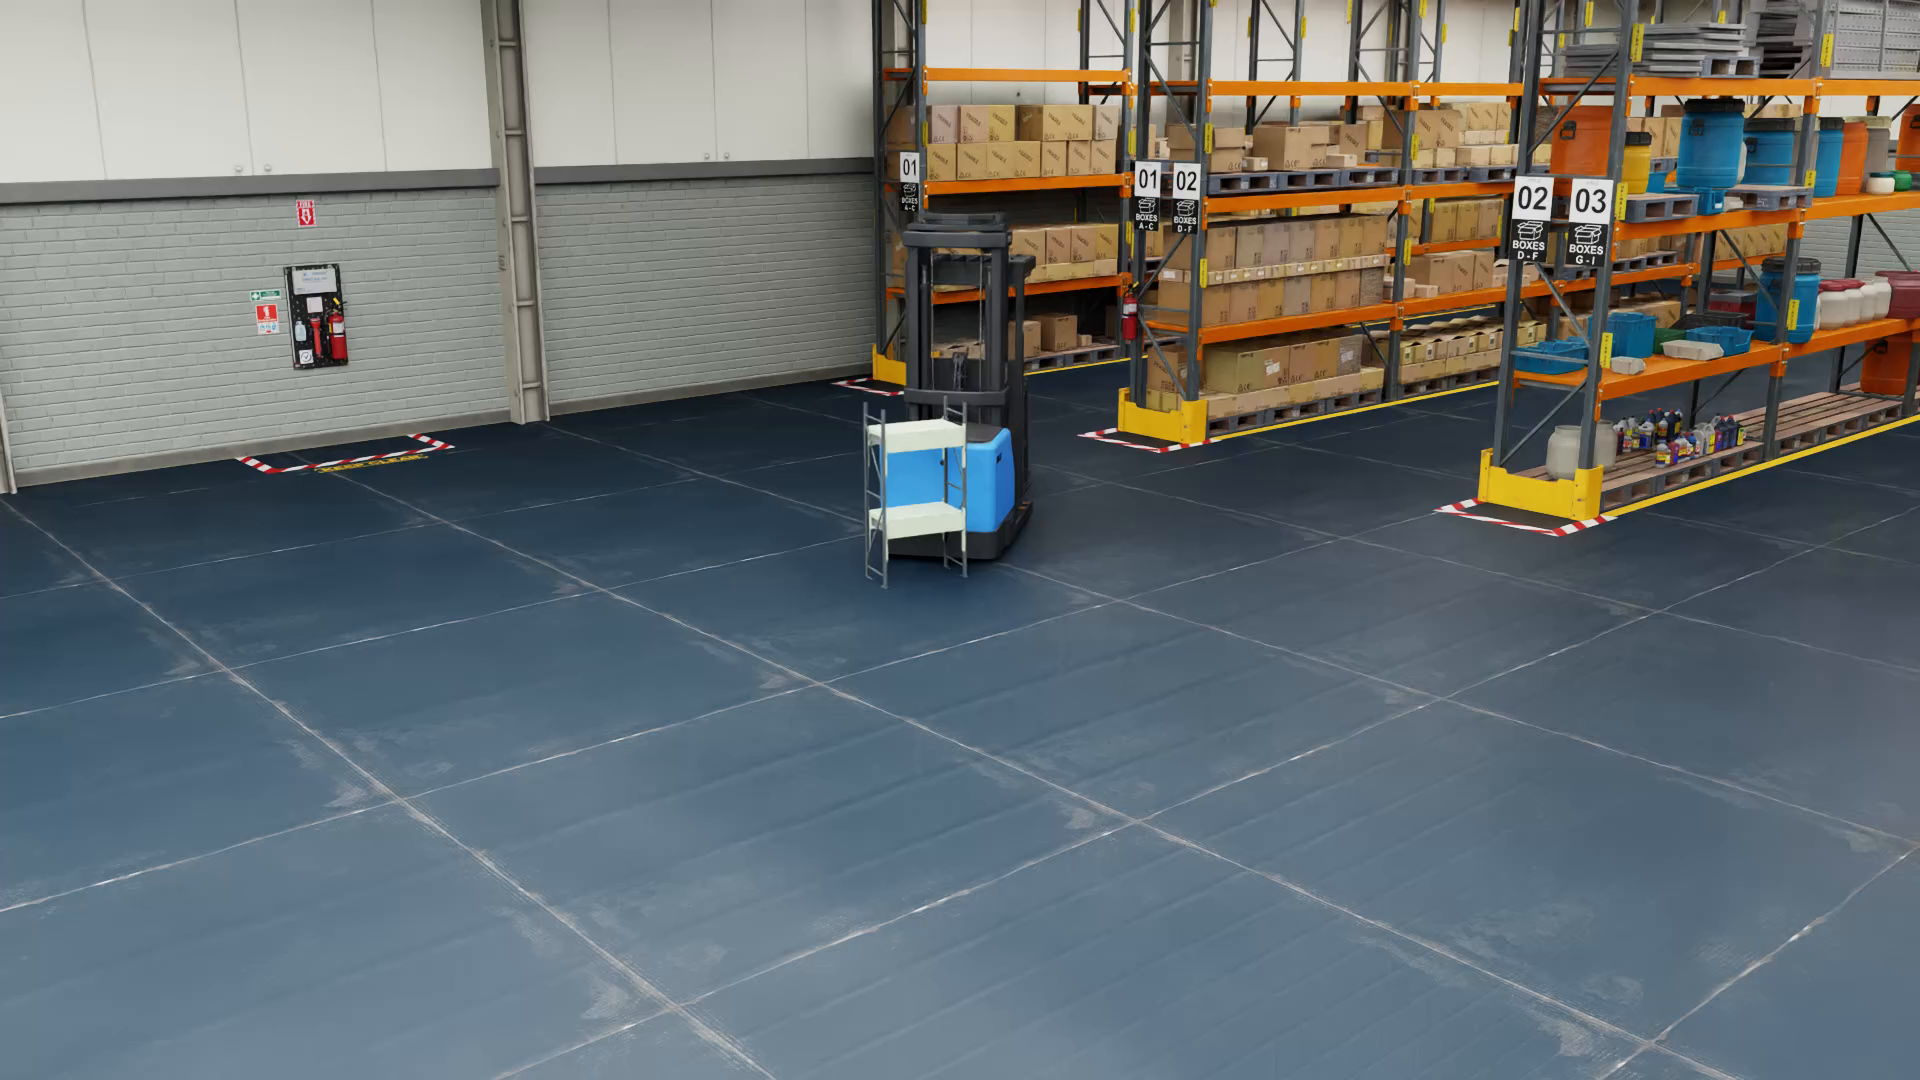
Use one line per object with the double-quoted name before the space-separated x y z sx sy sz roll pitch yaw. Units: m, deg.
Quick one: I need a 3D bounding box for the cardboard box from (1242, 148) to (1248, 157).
"cardboard box" 3.125 -4.605 20.069 0.500 0.250 0.500 -13 19 -39

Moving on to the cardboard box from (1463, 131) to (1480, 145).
"cardboard box" 9.315 -7.485 30.929 0.500 0.250 0.500 -13 20 -41

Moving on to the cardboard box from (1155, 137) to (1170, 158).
"cardboard box" 3.122 -6.143 25.980 0.500 0.311 0.500 -12 19 -38

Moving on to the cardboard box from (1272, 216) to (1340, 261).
"cardboard box" 4.357 -3.817 21.018 0.500 0.500 0.700 -13 20 -39

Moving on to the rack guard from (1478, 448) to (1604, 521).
"rack guard" 5.704 -0.560 16.379 0.348 0.500 1.175 -13 19 -39

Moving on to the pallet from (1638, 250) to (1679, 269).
"pallet" 10.807 -4.537 26.794 1.213 0.211 1.003 -13 19 -39

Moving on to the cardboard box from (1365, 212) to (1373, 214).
"cardboard box" 6.908 -5.524 29.311 0.500 0.500 0.500 -12 19 -38

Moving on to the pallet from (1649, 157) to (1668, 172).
"pallet" 10.163 -5.829 25.811 1.003 0.211 1.213 -13 19 -39

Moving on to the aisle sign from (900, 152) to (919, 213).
"aisle sign" -0.683 -4.860 22.595 0.004 0.787 0.394 -13 19 -39

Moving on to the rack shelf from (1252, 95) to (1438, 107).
"rack shelf" 6.718 -7.726 28.907 4.000 0.370 1.077 -13 19 -39

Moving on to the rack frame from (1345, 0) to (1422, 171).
"rack frame" 5.447 -6.287 21.349 0.127 3.000 1.000 -13 19 -39

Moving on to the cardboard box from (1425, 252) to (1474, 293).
"cardboard box" 6.812 -3.738 23.237 0.500 0.500 0.500 -13 19 -39

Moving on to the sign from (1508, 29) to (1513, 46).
"sign" 10.885 -9.920 32.835 0.005 0.325 0.100 -13 19 -39

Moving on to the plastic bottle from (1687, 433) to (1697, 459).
"plastic bottle" 7.737 -0.996 17.601 0.097 0.271 0.097 0 15 0

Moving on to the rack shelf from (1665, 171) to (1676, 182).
"rack shelf" 9.973 -5.507 25.634 4.000 0.370 1.077 -13 19 -39

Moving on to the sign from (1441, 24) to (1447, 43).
"sign" 8.592 -8.992 29.512 0.005 0.325 0.100 -13 19 -39

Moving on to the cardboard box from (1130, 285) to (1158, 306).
"cardboard box" 3.066 -3.923 26.661 0.500 0.250 0.500 -13 20 -41

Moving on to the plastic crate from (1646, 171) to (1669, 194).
"plastic crate" 6.919 -3.569 17.018 0.575 0.384 0.392 -13 19 -39

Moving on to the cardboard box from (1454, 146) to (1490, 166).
"cardboard box" 6.929 -5.280 22.869 0.500 0.250 0.500 14 20 42

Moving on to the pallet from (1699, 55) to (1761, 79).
"pallet" 7.171 -4.685 16.492 1.213 0.211 1.003 -13 19 -39

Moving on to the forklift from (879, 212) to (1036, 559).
"forklift" 0.092 -1.584 15.501 1.130 2.935 3.031 3 15 11

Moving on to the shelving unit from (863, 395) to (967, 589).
"shelving unit" -0.370 -0.406 13.864 0.755 1.500 0.431 -7 17 -25

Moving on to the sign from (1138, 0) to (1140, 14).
"sign" 2.084 -6.207 19.086 0.005 0.325 0.100 -13 19 -39

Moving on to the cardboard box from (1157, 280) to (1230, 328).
"cardboard box" 2.790 -2.836 19.860 0.500 0.500 0.700 -13 19 -39

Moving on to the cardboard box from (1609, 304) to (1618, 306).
"cardboard box" 10.180 -3.538 26.676 0.500 0.500 0.500 -12 19 -39

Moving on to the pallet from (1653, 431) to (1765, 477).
"pallet" 8.161 -0.971 18.475 1.213 0.211 1.003 -13 19 -39

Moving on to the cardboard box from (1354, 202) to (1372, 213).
"cardboard box" 6.882 -5.885 29.207 0.500 0.250 0.500 -13 20 -40

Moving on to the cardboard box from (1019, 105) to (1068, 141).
"cardboard box" 1.198 -6.019 23.990 0.500 0.500 0.500 -14 20 -41

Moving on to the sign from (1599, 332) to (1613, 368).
"sign" 6.036 -1.772 15.534 0.005 0.325 0.100 -13 19 -39

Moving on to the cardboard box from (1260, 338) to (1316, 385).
"cardboard box" 4.113 -2.249 20.918 0.500 0.500 0.500 -13 19 -39

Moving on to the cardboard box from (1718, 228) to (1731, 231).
"cardboard box" 12.411 -5.388 27.476 0.500 0.500 0.500 -13 20 -41

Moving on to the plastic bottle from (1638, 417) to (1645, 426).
"plastic bottle" 7.520 -1.216 18.401 0.133 0.283 0.061 -12 19 -37

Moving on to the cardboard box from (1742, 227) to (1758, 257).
"cardboard box" 13.191 -5.083 28.275 0.500 0.500 0.500 -13 20 -40

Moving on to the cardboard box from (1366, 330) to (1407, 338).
"cardboard box" 5.952 -2.748 23.152 0.500 0.311 0.500 -12 19 -38

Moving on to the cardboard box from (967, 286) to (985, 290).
"cardboard box" 0.133 -3.723 23.629 0.500 0.250 0.500 -13 20 -41

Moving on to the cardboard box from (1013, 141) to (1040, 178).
"cardboard box" 0.799 -5.457 23.824 0.500 0.500 0.500 -11 19 -36

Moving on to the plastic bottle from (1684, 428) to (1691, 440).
"plastic bottle" 7.815 -1.065 17.836 0.133 0.283 0.061 -13 19 -39

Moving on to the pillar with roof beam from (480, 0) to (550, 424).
"pillar with roof beam" -2.566 -5.005 16.552 0.400 9.000 9.100 -13 19 -39

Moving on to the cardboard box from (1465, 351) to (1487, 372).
"cardboard box" 7.073 -2.544 23.475 0.500 0.250 0.500 -12 19 -38

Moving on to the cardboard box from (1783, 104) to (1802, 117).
"cardboard box" 14.122 -7.312 28.867 0.500 0.500 0.700 -13 19 -39

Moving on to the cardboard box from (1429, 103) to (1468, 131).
"cardboard box" 8.949 -7.764 30.521 0.500 0.500 0.500 -13 20 -40

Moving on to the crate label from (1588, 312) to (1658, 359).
"crate label" 6.889 -2.127 17.334 0.616 0.435 0.502 -13 19 -39

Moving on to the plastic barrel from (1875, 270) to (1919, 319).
"plastic barrel" 11.562 -3.029 20.515 0.708 0.536 0.600 -13 19 -39

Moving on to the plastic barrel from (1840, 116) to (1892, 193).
"plastic barrel" 10.951 -4.696 20.233 0.600 0.901 0.600 0 15 0

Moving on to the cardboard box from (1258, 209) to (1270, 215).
"cardboard box" 4.969 -5.540 27.874 0.380 0.149 0.250 13 20 40

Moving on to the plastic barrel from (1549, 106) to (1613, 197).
"plastic barrel" 5.961 -3.713 15.878 0.708 0.830 0.600 -13 19 -39

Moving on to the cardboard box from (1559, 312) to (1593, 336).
"cardboard box" 9.386 -3.182 25.342 0.500 0.500 0.500 -14 20 -41

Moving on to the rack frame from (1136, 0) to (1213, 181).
"rack frame" 2.429 -5.609 18.812 0.127 3.000 1.000 -13 19 -39

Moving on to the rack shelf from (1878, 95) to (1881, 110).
"rack shelf" 13.222 -5.798 21.686 4.000 0.370 1.077 -13 19 -39

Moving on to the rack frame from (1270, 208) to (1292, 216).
"rack frame" 5.210 -5.030 28.268 0.127 3.000 1.000 -13 19 -39

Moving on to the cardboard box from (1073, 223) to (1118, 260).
"cardboard box" 2.038 -4.511 25.126 0.500 0.500 0.500 -13 20 -39

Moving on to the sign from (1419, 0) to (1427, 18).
"sign" 5.792 -6.702 20.788 0.005 0.325 0.100 -13 19 -39

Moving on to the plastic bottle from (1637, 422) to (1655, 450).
"plastic bottle" 7.467 -1.136 18.115 0.135 0.276 0.152 -13 19 -39

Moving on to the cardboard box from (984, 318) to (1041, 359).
"cardboard box" 0.772 -2.990 24.624 0.500 0.500 0.700 -14 21 -43

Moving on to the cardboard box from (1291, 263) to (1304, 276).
"cardboard box" 4.027 -3.357 20.556 0.250 0.149 0.380 -12 19 -39

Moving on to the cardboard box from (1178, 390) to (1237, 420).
"cardboard box" 2.980 -1.633 20.065 0.500 0.250 0.500 -13 19 -39

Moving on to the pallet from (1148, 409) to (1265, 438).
"pallet" 2.979 -1.501 20.462 1.213 0.211 1.003 -13 19 -39
